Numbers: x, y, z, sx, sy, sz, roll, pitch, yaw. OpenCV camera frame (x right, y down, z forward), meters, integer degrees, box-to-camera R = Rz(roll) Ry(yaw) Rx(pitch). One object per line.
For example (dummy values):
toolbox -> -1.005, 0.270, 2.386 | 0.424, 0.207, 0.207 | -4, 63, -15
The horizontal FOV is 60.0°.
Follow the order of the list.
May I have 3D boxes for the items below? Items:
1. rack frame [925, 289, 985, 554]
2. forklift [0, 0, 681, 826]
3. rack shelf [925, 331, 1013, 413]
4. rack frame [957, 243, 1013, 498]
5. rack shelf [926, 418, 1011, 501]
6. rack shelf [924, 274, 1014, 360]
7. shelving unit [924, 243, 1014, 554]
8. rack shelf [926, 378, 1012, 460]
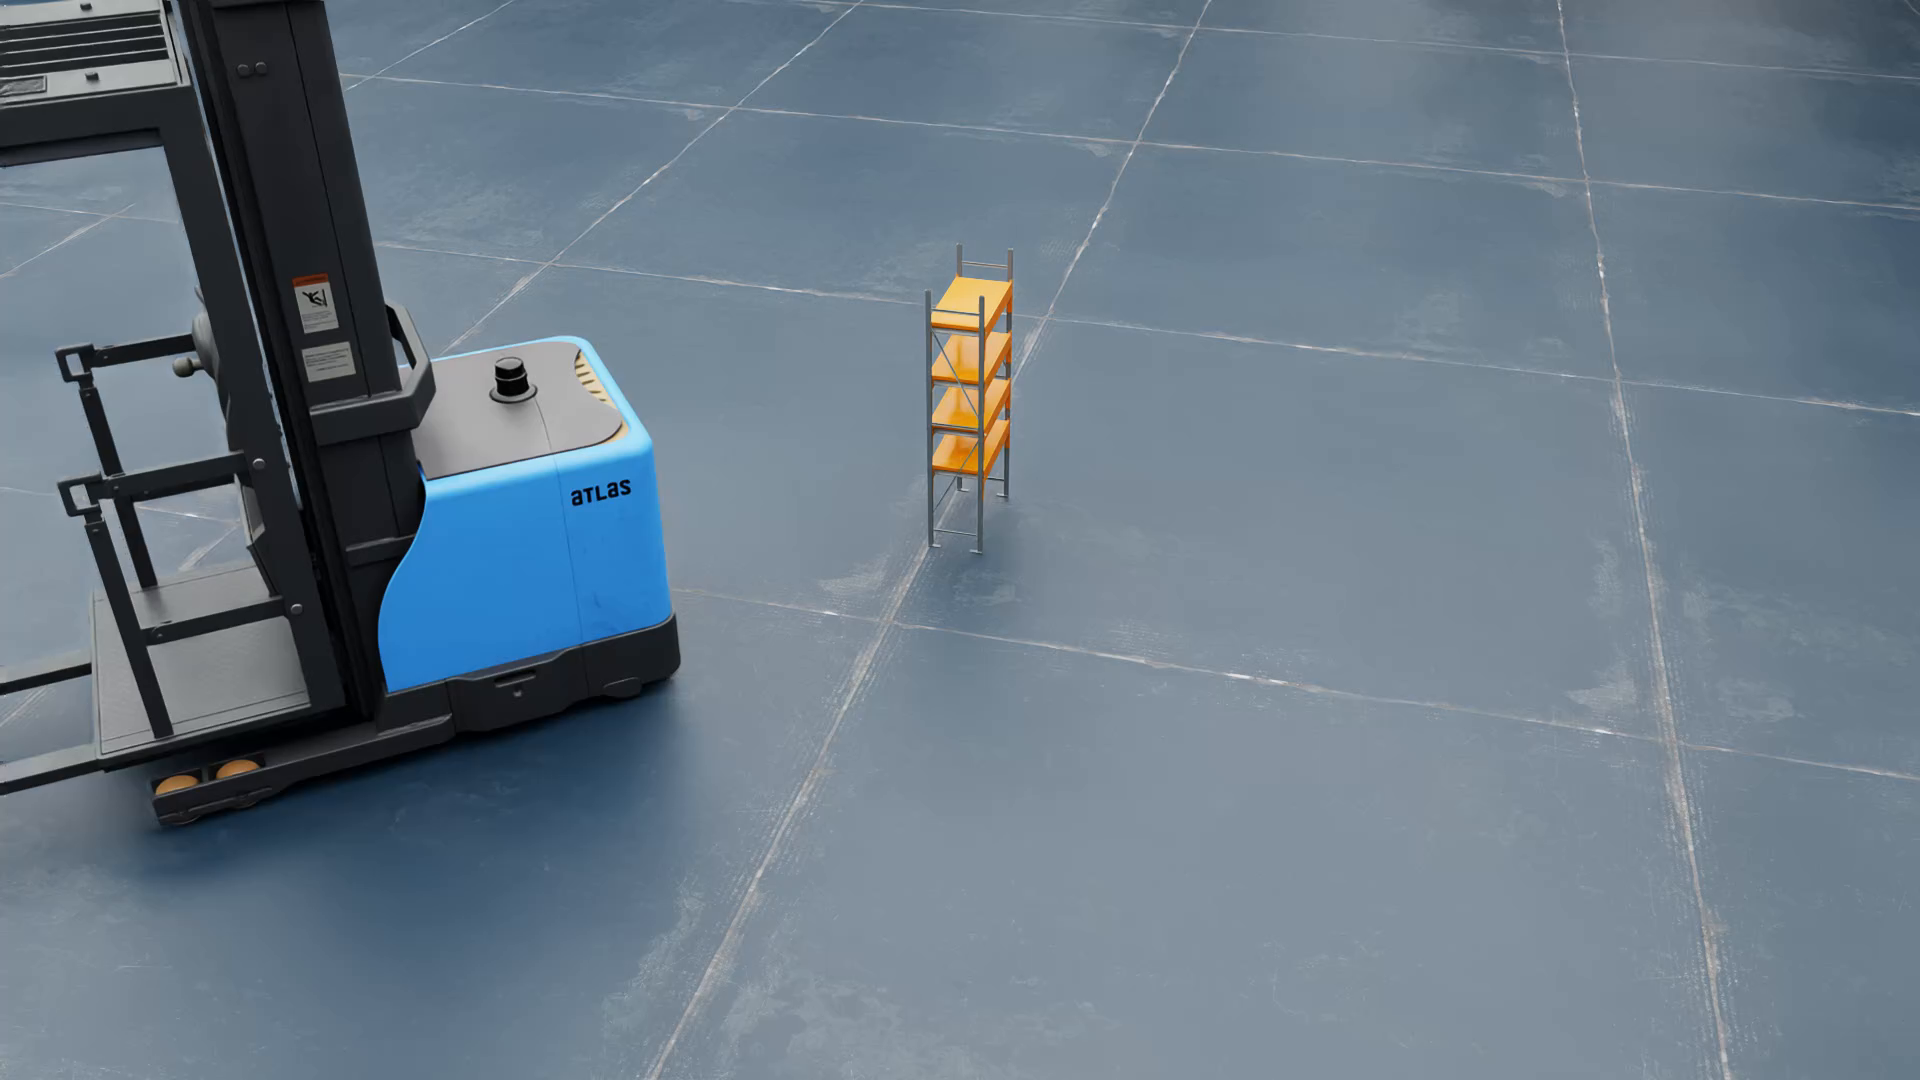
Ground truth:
rack frame -> -0.020, -0.466, 6.864 | 0.240, 1.200, 0.015 | 8, 33, 12
forklift -> -2.629, -0.584, 5.437 | 3.031, 2.935, 1.130 | -14, 35, -21
rack shelf -> 0.042, -0.724, 6.979 | 0.258, 0.148, 0.480 | 8, 33, 12
rack frame -> 0.104, -0.719, 7.262 | 0.240, 1.200, 0.015 | 8, 33, 12
rack shelf -> 0.042, -0.368, 7.206 | 0.258, 0.148, 0.480 | 8, 33, 12
rack shelf -> 0.042, -0.924, 6.852 | 0.258, 0.148, 0.480 | 8, 33, 12
shelving unit -> 0.042, -0.592, 7.063 | 0.258, 1.200, 0.503 | 8, 33, 12
rack shelf -> 0.042, -0.535, 7.099 | 0.258, 0.148, 0.480 | 8, 33, 12
